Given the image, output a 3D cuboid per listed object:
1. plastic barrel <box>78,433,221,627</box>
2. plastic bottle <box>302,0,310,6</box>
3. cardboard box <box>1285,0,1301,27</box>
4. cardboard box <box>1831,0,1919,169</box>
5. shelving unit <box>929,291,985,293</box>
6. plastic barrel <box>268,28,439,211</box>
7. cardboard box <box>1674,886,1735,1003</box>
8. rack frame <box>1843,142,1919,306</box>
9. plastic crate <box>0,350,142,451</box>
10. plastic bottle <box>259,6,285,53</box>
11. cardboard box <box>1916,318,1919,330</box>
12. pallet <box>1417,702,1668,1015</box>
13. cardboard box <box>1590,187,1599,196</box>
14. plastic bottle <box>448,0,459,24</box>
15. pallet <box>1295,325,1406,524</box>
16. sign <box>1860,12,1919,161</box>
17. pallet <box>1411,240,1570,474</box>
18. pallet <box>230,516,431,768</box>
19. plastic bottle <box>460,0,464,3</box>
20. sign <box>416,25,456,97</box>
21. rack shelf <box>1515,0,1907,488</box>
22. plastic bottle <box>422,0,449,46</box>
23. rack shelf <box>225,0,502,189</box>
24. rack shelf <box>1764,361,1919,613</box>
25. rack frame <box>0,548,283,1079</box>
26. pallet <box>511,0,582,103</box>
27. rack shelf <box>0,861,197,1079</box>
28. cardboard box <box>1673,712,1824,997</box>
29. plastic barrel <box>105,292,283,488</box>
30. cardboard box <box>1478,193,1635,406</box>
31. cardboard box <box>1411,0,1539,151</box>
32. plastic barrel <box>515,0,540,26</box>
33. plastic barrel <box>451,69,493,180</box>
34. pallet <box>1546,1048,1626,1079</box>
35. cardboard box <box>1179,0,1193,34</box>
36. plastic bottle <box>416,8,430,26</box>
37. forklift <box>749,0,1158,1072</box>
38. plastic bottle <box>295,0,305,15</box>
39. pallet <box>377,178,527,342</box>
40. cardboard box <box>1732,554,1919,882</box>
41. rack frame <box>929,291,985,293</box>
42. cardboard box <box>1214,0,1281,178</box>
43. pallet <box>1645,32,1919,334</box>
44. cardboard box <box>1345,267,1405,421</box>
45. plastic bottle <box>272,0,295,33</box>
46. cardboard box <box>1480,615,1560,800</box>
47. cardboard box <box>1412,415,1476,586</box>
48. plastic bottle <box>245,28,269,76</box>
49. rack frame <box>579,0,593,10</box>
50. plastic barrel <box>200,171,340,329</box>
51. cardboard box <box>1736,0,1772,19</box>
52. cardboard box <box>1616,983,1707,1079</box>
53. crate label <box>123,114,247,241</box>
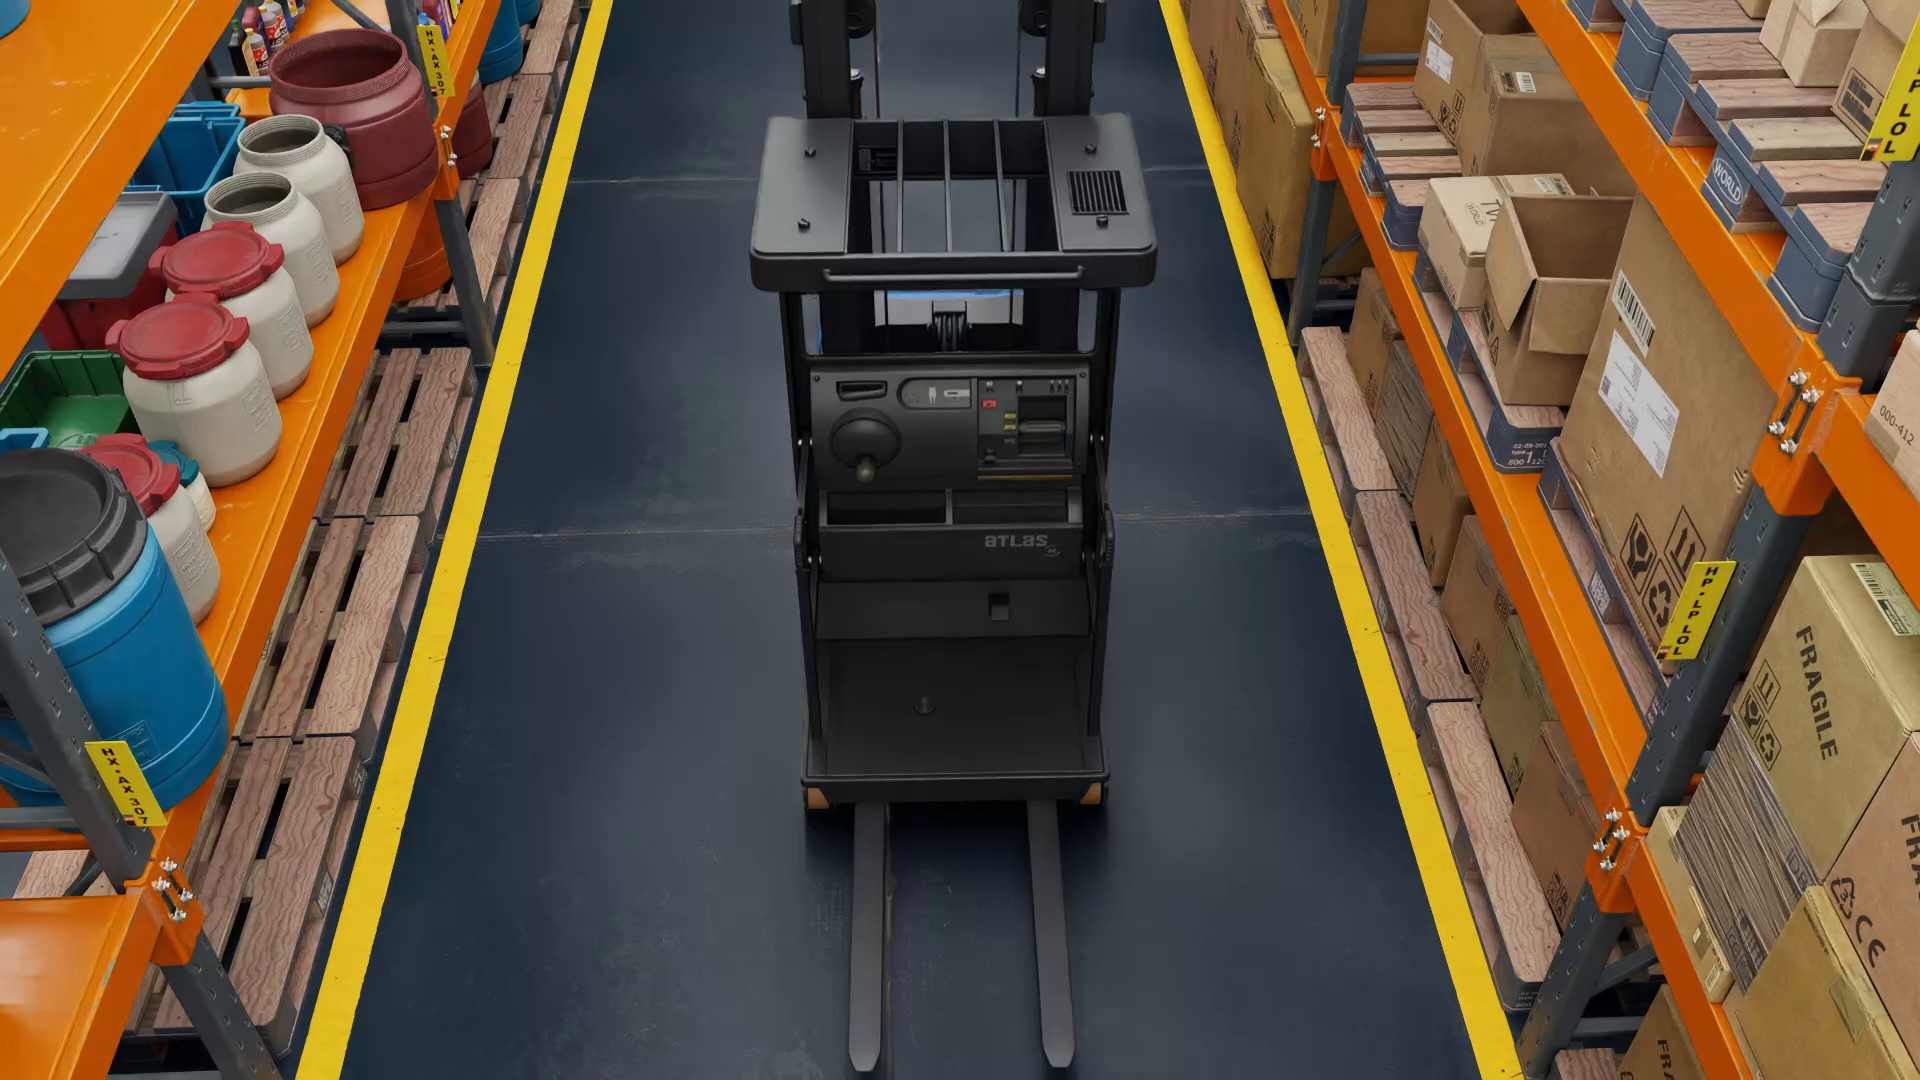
[{"bbox_3d":[-2.454,0.020,4.907,0.433,0.535,0.433,0,43,0],"label":"plastic barrel"},{"bbox_3d":[-3.263,-2.728,8.153,0.097,0.201,0.097,0,43,0],"label":"plastic bottle"},{"bbox_3d":[1.862,-2.820,8.032,0.500,0.500,0.500,-2,43,-2],"label":"cardboard box"},{"bbox_3d":[2.395,-1.038,3.556,0.797,0.503,0.637,-4,43,-4],"label":"cardboard box"},{"bbox_3d":[-0.010,-0.653,7.296,0.258,0.900,0.210,-1,43,-1],"label":"shelving unit"},{"bbox_3d":[-2.480,-1.723,6.810,0.600,0.536,0.708,-2,43,-2],"label":"plastic barrel"},{"bbox_3d":[2.022,0.996,4.129,0.380,0.149,0.250,-2,43,-2],"label":"cardboard box"},{"bbox_3d":[2.316,-1.631,2.370,1.000,3.000,0.127,-2,43,-2],"label":"rack frame"},{"bbox_3d":[-2.989,-0.367,5.587,0.450,0.188,0.662,-2,43,-2],"label":"plastic crate"},{"bbox_3d":[-3.243,-2.400,7.795,0.097,0.201,0.097,0,43,0],"label":"plastic bottle"},{"bbox_3d":[2.022,-0.389,3.050,0.380,0.149,0.250,-3,43,-3],"label":"cardboard box"},{"bbox_3d":[2.281,1.083,5.912,1.003,0.211,1.213,-2,43,-2],"label":"pallet"},{"bbox_3d":[2.486,-1.107,6.027,0.396,0.266,0.258,-3,43,-3],"label":"cardboard box"},{"bbox_3d":[-2.478,-2.640,7.997,0.061,0.283,0.133,-2,43,-2],"label":"plastic bottle"},{"bbox_3d":[2.178,-0.564,7.709,1.003,0.211,1.213,-2,43,-2],"label":"pallet"},{"bbox_3d":[1.761,-0.843,3.055,0.100,0.325,0.005,-2,43,-2],"label":"sign"},{"bbox_3d":[2.271,-0.714,5.951,1.003,0.211,1.213,-2,43,-2],"label":"pallet"},{"bbox_3d":[-2.760,0.396,6.662,1.003,0.211,1.213,-2,43,-2],"label":"pallet"},{"bbox_3d":[-2.488,-2.796,8.167,0.061,0.283,0.133,-2,43,-2],"label":"plastic bottle"},{"bbox_3d":[-2.253,-2.058,7.155,0.100,0.325,0.005,-2,43,-2],"label":"sign"},{"bbox_3d":[2.231,-1.610,5.099,1.077,0.370,4.000,-2,43,-2],"label":"rack shelf"},{"bbox_3d":[-2.466,-2.459,7.800,0.061,0.283,0.133,-2,43,-2],"label":"plastic bottle"},{"bbox_3d":[-2.888,-3.063,8.904,1.077,0.370,4.000,-2,43,-2],"label":"rack shelf"},{"bbox_3d":[2.401,1.090,2.153,1.077,0.370,4.000,-2,43,-2],"label":"rack shelf"},{"bbox_3d":[-2.630,0.723,4.242,0.949,2.616,0.053,-2,43,-2],"label":"rack frame"},{"bbox_3d":[-2.981,-3.128,10.506,1.003,0.211,1.213,-2,43,-2],"label":"pallet"},{"bbox_3d":[-2.548,2.338,3.012,1.077,0.370,4.000,-2,43,-2],"label":"rack shelf"},{"bbox_3d":[2.273,0.740,3.929,0.875,0.500,0.500,-2,43,-2],"label":"cardboard box"},{"bbox_3d":[-2.486,-0.475,5.448,0.433,0.535,0.433,0,43,0],"label":"plastic barrel"},{"bbox_3d":[2.150,-0.780,5.494,0.797,0.503,0.637,2,43,3],"label":"cardboard box"},{"bbox_3d":[2.209,-1.948,6.771,0.500,0.500,0.500,-6,43,-7],"label":"cardboard box"},{"bbox_3d":[-2.966,-3.692,10.300,0.600,0.901,0.708,-2,43,-2],"label":"plastic barrel"},{"bbox_3d":[-2.888,-2.336,9.052,0.600,0.588,0.708,-2,43,-2],"label":"plastic barrel"},{"bbox_3d":[2.380,2.061,4.845,1.003,0.211,1.213,-2,43,-2],"label":"pallet"},{"bbox_3d":[2.023,-3.760,10.394,1.225,0.875,0.875,-2,43,-2],"label":"cardboard box"},{"bbox_3d":[-2.476,-2.311,7.646,0.097,0.271,0.097,0,43,0],"label":"plastic bottle"},{"bbox_3d":[-0.026,-0.304,5.413,1.130,2.935,3.031,-1,43,-1],"label":"forklift"},{"bbox_3d":[-3.259,-2.688,8.058,0.097,0.271,0.097,0,43,0],"label":"plastic bottle"},{"bbox_3d":[-2.878,-1.481,8.709,1.003,0.211,1.213,-2,43,-2],"label":"pallet"},{"bbox_3d":[2.081,0.376,3.585,0.500,0.500,0.500,-2,43,-2],"label":"cardboard box"},{"bbox_3d":[-0.013,-0.721,7.371,0.240,0.900,0.006,-1,43,-1],"label":"rack frame"},{"bbox_3d":[2.107,-2.560,9.085,1.225,0.875,0.875,-2,43,-2],"label":"cardboard box"},{"bbox_3d":[2.396,-0.876,3.905,1.213,0.211,1.003,-2,43,-2],"label":"pallet"},{"bbox_3d":[2.194,-0.909,7.546,0.700,0.500,0.500,-4,43,-4],"label":"cardboard box"},{"bbox_3d":[-3.251,-2.557,7.915,0.097,0.271,0.097,0,43,0],"label":"plastic bottle"},{"bbox_3d":[2.310,0.602,5.898,0.700,0.500,0.500,-2,43,-2],"label":"cardboard box"},{"bbox_3d":[2.262,-0.152,6.720,0.700,0.500,0.500,2,43,2],"label":"cardboard box"},{"bbox_3d":[-3.233,-2.244,7.625,0.097,0.201,0.097,0,43,0],"label":"plastic bottle"},{"bbox_3d":[-2.973,-4.678,10.134,1.000,3.000,0.127,-2,43,-2],"label":"rack frame"},{"bbox_3d":[-2.528,-1.046,6.089,0.421,0.512,0.421,0,43,0],"label":"plastic barrel"},{"bbox_3d":[2.354,-1.674,4.250,0.797,0.503,0.637,0,43,0],"label":"cardboard box"},{"bbox_3d":[2.293,1.618,4.804,0.500,0.500,0.500,-3,43,-3],"label":"cardboard box"},{"bbox_3d":[-3.031,-1.312,6.436,0.502,0.435,0.616,-2,43,-2],"label":"crate label"}]
